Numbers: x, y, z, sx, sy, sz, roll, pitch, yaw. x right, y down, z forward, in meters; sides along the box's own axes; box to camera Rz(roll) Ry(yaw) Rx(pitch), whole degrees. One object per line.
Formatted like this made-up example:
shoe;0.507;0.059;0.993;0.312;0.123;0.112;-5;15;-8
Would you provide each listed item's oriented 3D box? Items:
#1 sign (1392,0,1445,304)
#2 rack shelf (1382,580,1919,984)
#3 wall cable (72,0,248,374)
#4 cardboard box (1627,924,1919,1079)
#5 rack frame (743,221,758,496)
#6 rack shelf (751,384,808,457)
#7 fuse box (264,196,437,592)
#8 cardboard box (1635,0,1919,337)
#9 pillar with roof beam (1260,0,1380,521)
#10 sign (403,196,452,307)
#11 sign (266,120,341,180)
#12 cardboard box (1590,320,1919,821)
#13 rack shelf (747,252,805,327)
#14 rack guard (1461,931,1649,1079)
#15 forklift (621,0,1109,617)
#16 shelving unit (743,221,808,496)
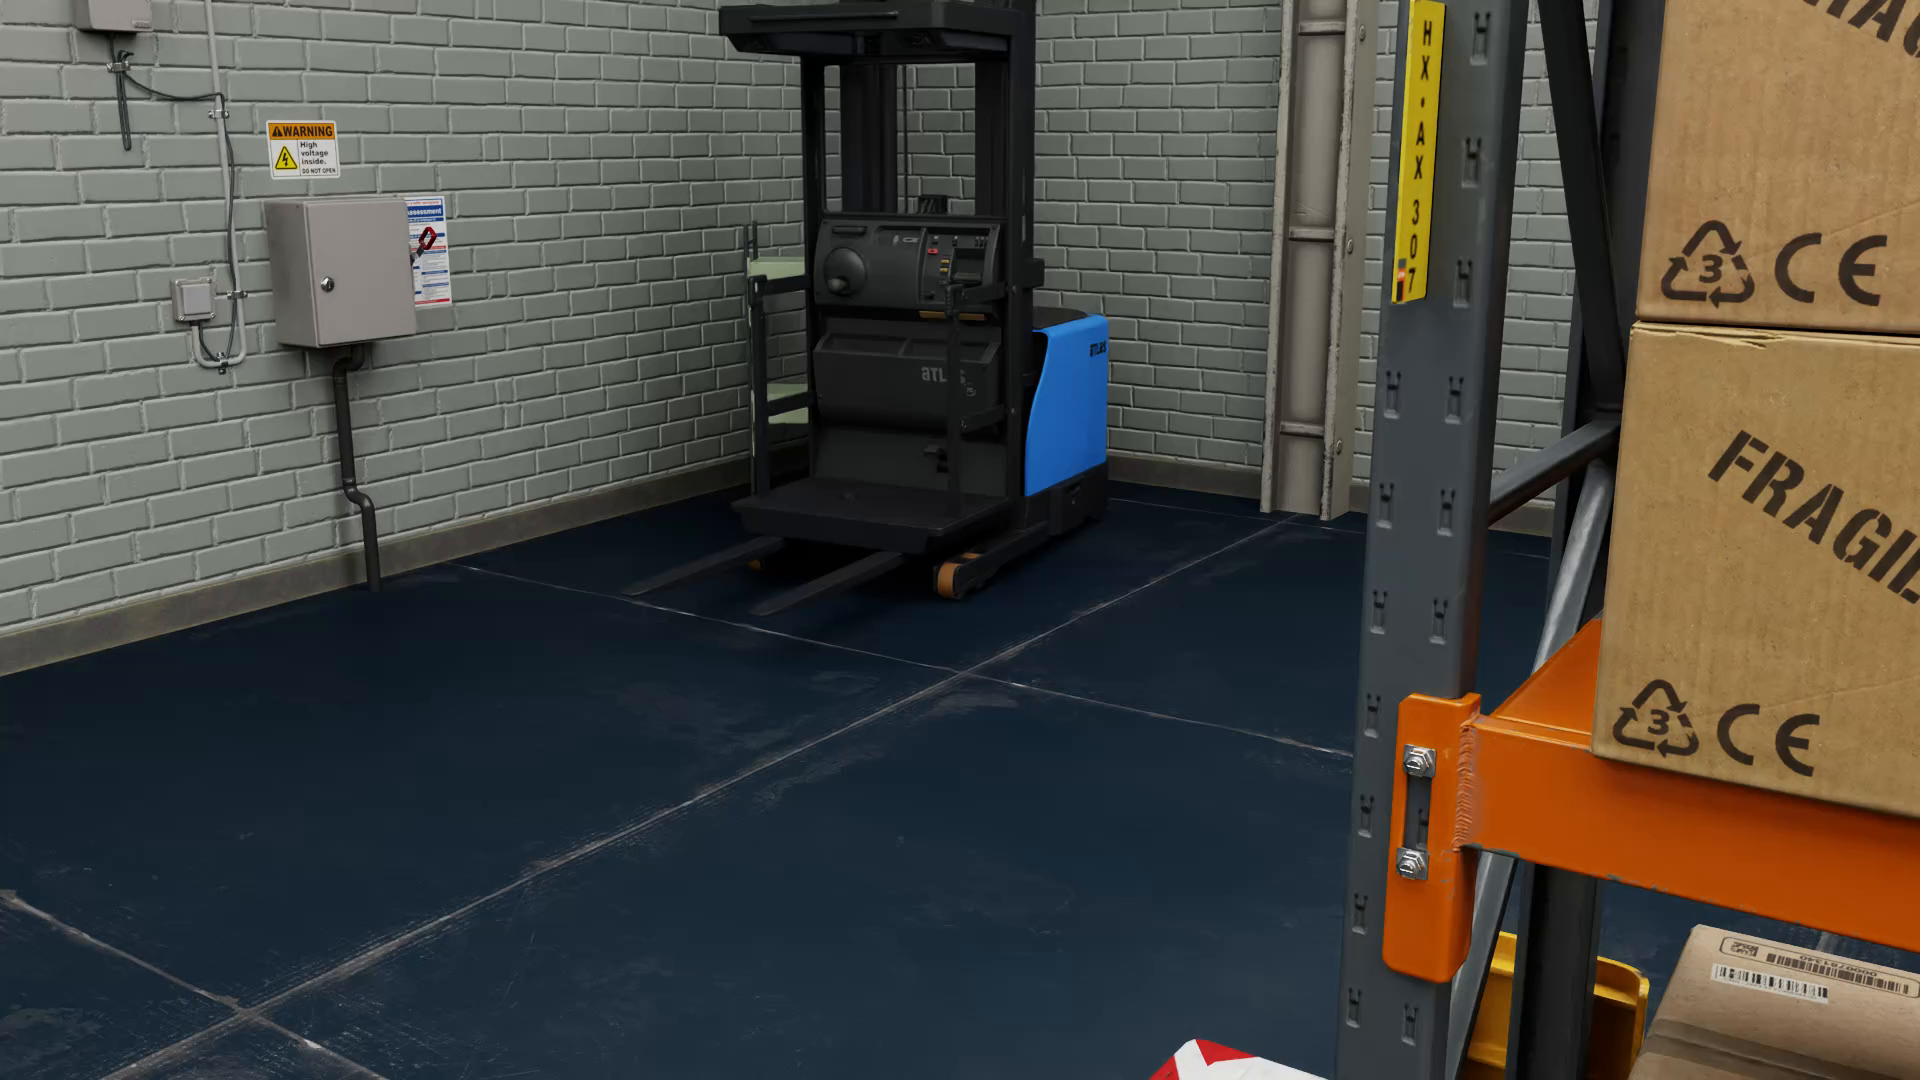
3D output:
sign;0.512;-0.431;1.857;0.005;0.325;0.100;9;17;33
rack shelf;2.486;0.535;1.418;4.000;0.370;1.077;9;17;33
wall cable;-3.083;-1.612;6.477;0.122;1.984;0.588;9;17;33
cardboard box;1.430;1.026;2.395;0.875;0.438;0.875;9;16;31
rack frame;-1.147;-1.007;9.270;0.023;1.500;0.400;0;14;1
rack shelf;-0.781;-0.689;9.344;0.720;0.370;0.431;0;14;1
fuse box;-2.572;-0.608;7.219;0.414;1.711;0.539;9;17;33
cardboard box;1.066;-0.495;1.793;0.500;0.500;0.500;9;16;32
pillar with roof beam;-0.543;-3.668;4.413;0.400;9.000;9.100;9;17;33
sign;-2.468;-1.314;7.585;0.001;0.494;0.329;9;17;33
sign;-2.775;-1.651;7.032;0.001;0.242;0.339;9;17;33
cardboard box;1.065;-0.010;1.911;0.500;0.500;0.500;9;17;32
rack shelf;-0.781;-1.385;9.171;0.720;0.370;0.431;0;14;1
rack guard;0.807;1.127;2.728;0.348;0.500;1.175;9;17;33
forklift;-0.345;-1.282;7.403;1.130;2.935;3.031;7;16;26
shelving unit;-0.781;-1.006;9.265;0.755;1.500;0.431;0;14;1
